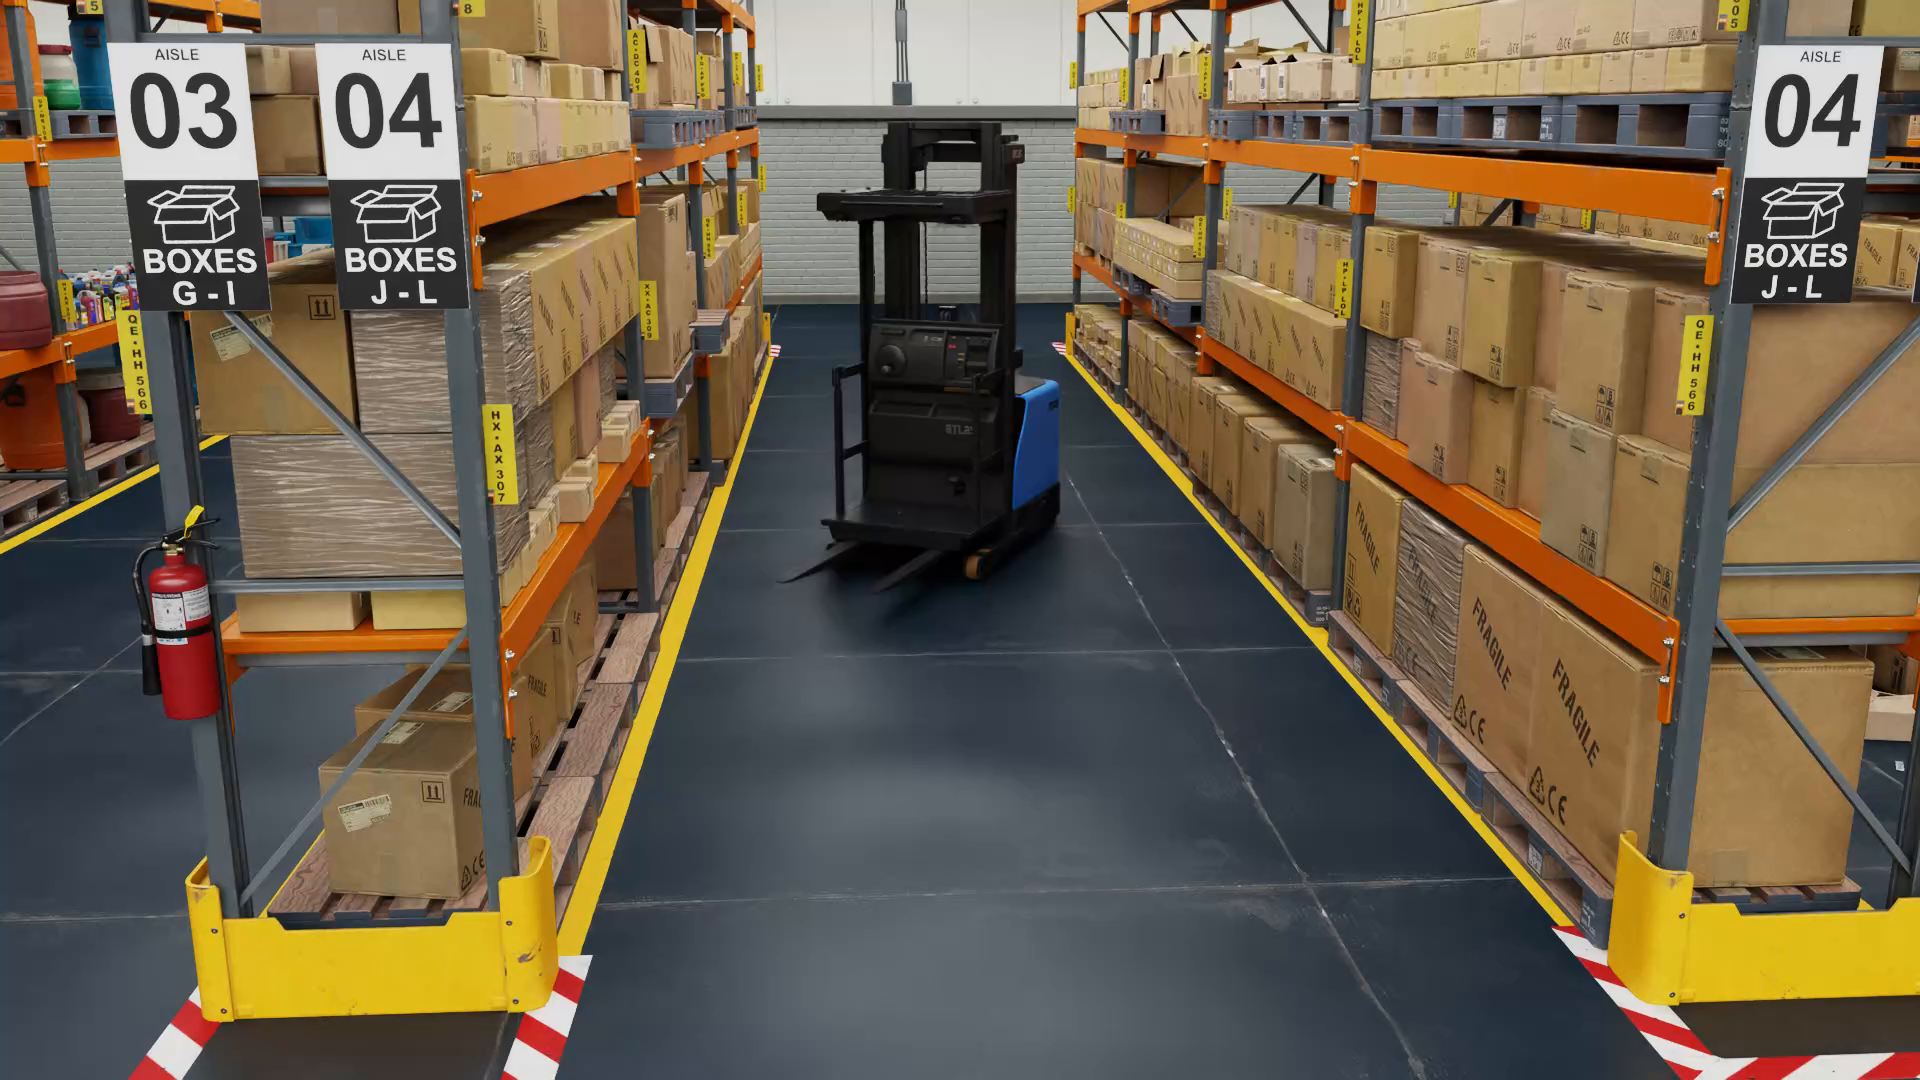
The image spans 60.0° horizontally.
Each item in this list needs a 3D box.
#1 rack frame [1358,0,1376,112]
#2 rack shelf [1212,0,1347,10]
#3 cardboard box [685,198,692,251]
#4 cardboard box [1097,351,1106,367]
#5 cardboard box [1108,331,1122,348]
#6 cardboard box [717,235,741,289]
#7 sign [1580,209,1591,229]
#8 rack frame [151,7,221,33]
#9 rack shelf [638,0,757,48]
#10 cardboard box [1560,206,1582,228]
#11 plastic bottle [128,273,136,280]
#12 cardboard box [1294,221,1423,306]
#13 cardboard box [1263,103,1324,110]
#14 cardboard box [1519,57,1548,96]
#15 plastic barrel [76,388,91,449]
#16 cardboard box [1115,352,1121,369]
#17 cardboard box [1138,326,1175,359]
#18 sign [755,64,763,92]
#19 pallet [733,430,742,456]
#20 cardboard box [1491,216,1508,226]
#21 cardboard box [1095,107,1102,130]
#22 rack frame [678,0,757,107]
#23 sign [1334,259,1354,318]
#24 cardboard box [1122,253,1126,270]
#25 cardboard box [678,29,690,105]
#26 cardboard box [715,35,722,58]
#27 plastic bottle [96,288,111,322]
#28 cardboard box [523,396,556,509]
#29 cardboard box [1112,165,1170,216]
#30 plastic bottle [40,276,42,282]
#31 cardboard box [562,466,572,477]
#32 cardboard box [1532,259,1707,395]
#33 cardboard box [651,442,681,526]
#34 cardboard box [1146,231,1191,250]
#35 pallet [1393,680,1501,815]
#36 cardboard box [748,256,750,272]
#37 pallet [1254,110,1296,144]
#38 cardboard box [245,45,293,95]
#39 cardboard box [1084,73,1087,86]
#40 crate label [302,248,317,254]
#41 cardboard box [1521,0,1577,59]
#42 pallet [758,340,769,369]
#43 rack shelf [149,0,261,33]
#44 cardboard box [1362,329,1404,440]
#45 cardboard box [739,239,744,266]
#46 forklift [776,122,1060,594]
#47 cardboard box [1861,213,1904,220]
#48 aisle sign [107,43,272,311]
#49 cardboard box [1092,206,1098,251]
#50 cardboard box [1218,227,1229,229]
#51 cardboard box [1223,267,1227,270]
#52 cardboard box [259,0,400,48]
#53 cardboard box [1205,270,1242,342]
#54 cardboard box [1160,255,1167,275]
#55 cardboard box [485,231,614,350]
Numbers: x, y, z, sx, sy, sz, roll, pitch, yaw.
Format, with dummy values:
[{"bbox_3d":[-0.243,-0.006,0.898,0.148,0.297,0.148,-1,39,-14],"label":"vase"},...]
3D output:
[{"bbox_3d":[2.690,-3.797,8.726,1.000,3.000,0.127,-1,14,-3],"label":"rack frame"},{"bbox_3d":[2.566,-3.753,10.799,1.077,0.370,4.000,-1,14,-3],"label":"rack shelf"},{"bbox_3d":[-2.544,-2.552,13.711,0.797,0.503,0.637,0,14,-2],"label":"cardboard box"},{"bbox_3d":[1.766,-2.054,18.869,0.380,0.149,0.250,-1,14,-4],"label":"cardboard box"},{"bbox_3d":[1.834,-2.202,18.249,0.380,0.149,0.250,-1,14,-4],"label":"cardboard box"},{"bbox_3d":[-2.461,-2.767,16.559,0.500,0.500,0.500,-1,14,-3],"label":"cardboard box"},{"bbox_3d":[6.575,-3.432,17.449,0.100,0.325,0.005,-1,14,-3],"label":"sign"},{"bbox_3d":[-7.706,-5.659,15.962,1.000,3.000,0.127,-1,14,-3],"label":"rack frame"},{"bbox_3d":[-2.886,-5.691,18.332,1.077,0.370,4.000,-1,14,-3],"label":"rack shelf"},{"bbox_3d":[6.824,-3.629,17.904,0.500,0.500,0.500,-1,14,-4],"label":"cardboard box"},{"bbox_3d":[-7.911,-2.452,15.936,0.097,0.201,0.097,0,14,0],"label":"plastic bottle"},{"bbox_3d":[2.588,-1.802,10.802,0.700,0.500,0.500,-1,14,-3],"label":"cardboard box"},{"bbox_3d":[2.672,-3.534,13.522,0.500,0.500,0.500,-1,14,-3],"label":"cardboard box"},{"bbox_3d":[2.501,-1.874,6.729,0.380,0.149,0.250,-1,14,-3],"label":"cardboard box"},{"bbox_3d":[-7.630,-1.018,14.113,0.421,0.512,0.421,0,14,0],"label":"plastic barrel"},{"bbox_3d":[1.857,-1.922,17.758,0.380,0.149,0.250,-1,14,-2],"label":"cardboard box"},{"bbox_3d":[2.012,-1.917,16.128,0.500,0.250,0.500,0,14,-2],"label":"cardboard box"},{"bbox_3d":[-2.468,-5.673,20.418,0.100,0.325,0.005,-1,14,-3],"label":"sign"},{"bbox_3d":[-2.561,-0.985,15.431,1.003,0.211,1.213,-1,14,-3],"label":"pallet"},{"bbox_3d":[6.697,-3.651,19.994,0.500,0.500,0.500,-1,14,-4],"label":"cardboard box"},{"bbox_3d":[1.813,-4.754,18.763,0.500,0.250,0.500,-1,14,-4],"label":"cardboard box"},{"bbox_3d":[-3.010,-6.730,20.126,1.000,3.000,0.127,-1,14,-3],"label":"rack frame"},{"bbox_3d":[2.149,-1.404,9.298,0.100,0.325,0.005,-1,14,-3],"label":"sign"},{"bbox_3d":[1.794,-2.727,16.268,0.380,0.149,0.250,-1,14,-3],"label":"cardboard box"},{"bbox_3d":[-2.193,-3.337,11.751,0.500,0.500,0.500,-1,14,-4],"label":"cardboard box"},{"bbox_3d":[-2.895,-5.439,18.376,0.500,0.250,0.500,-1,14,-5],"label":"cardboard box"},{"bbox_3d":[-7.154,-1.964,13.875,0.061,0.283,0.133,-1,14,-3],"label":"plastic bottle"},{"bbox_3d":[-2.164,-0.423,6.853,0.875,0.500,0.500,-1,14,-3],"label":"cardboard box"},{"bbox_3d":[1.895,-3.671,17.471,0.500,0.500,0.500,-1,14,-5],"label":"cardboard box"},{"bbox_3d":[-7.948,-2.154,14.476,0.144,0.351,0.185,-1,14,-3],"label":"plastic bottle"},{"bbox_3d":[-1.943,-0.233,7.418,0.380,0.149,0.250,-1,14,-3],"label":"cardboard box"},{"bbox_3d":[2.928,-0.863,6.891,0.875,0.550,0.550,-1,14,-3],"label":"cardboard box"},{"bbox_3d":[-2.364,-0.393,11.668,0.700,0.500,0.500,0,14,1],"label":"cardboard box"},{"bbox_3d":[1.876,-2.693,14.941,0.380,0.149,0.250,0,14,-1],"label":"cardboard box"},{"bbox_3d":[2.738,0.953,7.900,1.003,0.211,1.213,-1,14,-3],"label":"pallet"},{"bbox_3d":[-2.516,-3.047,18.354,0.380,0.149,0.250,-1,14,-4],"label":"cardboard box"},{"bbox_3d":[2.607,-2.811,11.290,1.003,0.211,1.213,0,14,-1],"label":"pallet"},{"bbox_3d":[-2.348,-1.483,5.253,0.380,0.149,0.250,-1,14,-3],"label":"cardboard box"},{"bbox_3d":[1.681,-5.475,19.765,0.380,0.149,0.250,-1,14,-4],"label":"cardboard box"},{"bbox_3d":[-7.677,-3.309,19.275,0.396,0.136,0.243,-1,14,-3],"label":"crate label"},{"bbox_3d":[2.568,-2.040,6.576,0.500,0.250,0.500,-1,14,-4],"label":"cardboard box"},{"bbox_3d":[-2.883,-2.277,20.452,1.003,0.211,1.213,-1,14,-3],"label":"pallet"},{"bbox_3d":[-7.830,-5.615,18.035,1.077,0.370,4.000,-1,14,-3],"label":"rack shelf"},{"bbox_3d":[2.725,-0.873,9.099,0.875,0.550,0.550,-1,14,-3],"label":"cardboard box"},{"bbox_3d":[-2.530,-3.023,17.458,0.500,0.250,0.500,-1,14,-4],"label":"cardboard box"},{"bbox_3d":[-0.257,-1.271,11.084,1.130,2.935,3.031,6,15,21],"label":"forklift"},{"bbox_3d":[7.590,-2.648,14.089,0.500,0.500,0.500,-1,14,-5],"label":"cardboard box"},{"bbox_3d":[-2.315,-1.085,5.006,0.394,0.787,0.004,-1,14,-3],"label":"aisle sign"},{"bbox_3d":[1.813,-3.572,19.091,0.500,0.500,0.500,-1,14,-5],"label":"cardboard box"},{"bbox_3d":[2.494,-2.831,15.475,0.380,0.149,0.250,-2,15,-6],"label":"cardboard box"},{"bbox_3d":[2.545,-2.350,14.802,0.380,0.149,0.250,0,14,-2],"label":"cardboard box"},{"bbox_3d":[-2.368,-2.115,6.405,0.500,0.500,0.500,-1,14,-3],"label":"cardboard box"},{"bbox_3d":[2.200,-1.820,12.878,0.500,0.500,0.500,-1,14,-3],"label":"cardboard box"},{"bbox_3d":[1.920,-2.360,14.245,0.380,0.149,0.250,-1,14,-2],"label":"cardboard box"},{"bbox_3d":[-1.902,-1.161,7.715,0.500,0.500,0.500,-1,14,-3],"label":"cardboard box"}]
